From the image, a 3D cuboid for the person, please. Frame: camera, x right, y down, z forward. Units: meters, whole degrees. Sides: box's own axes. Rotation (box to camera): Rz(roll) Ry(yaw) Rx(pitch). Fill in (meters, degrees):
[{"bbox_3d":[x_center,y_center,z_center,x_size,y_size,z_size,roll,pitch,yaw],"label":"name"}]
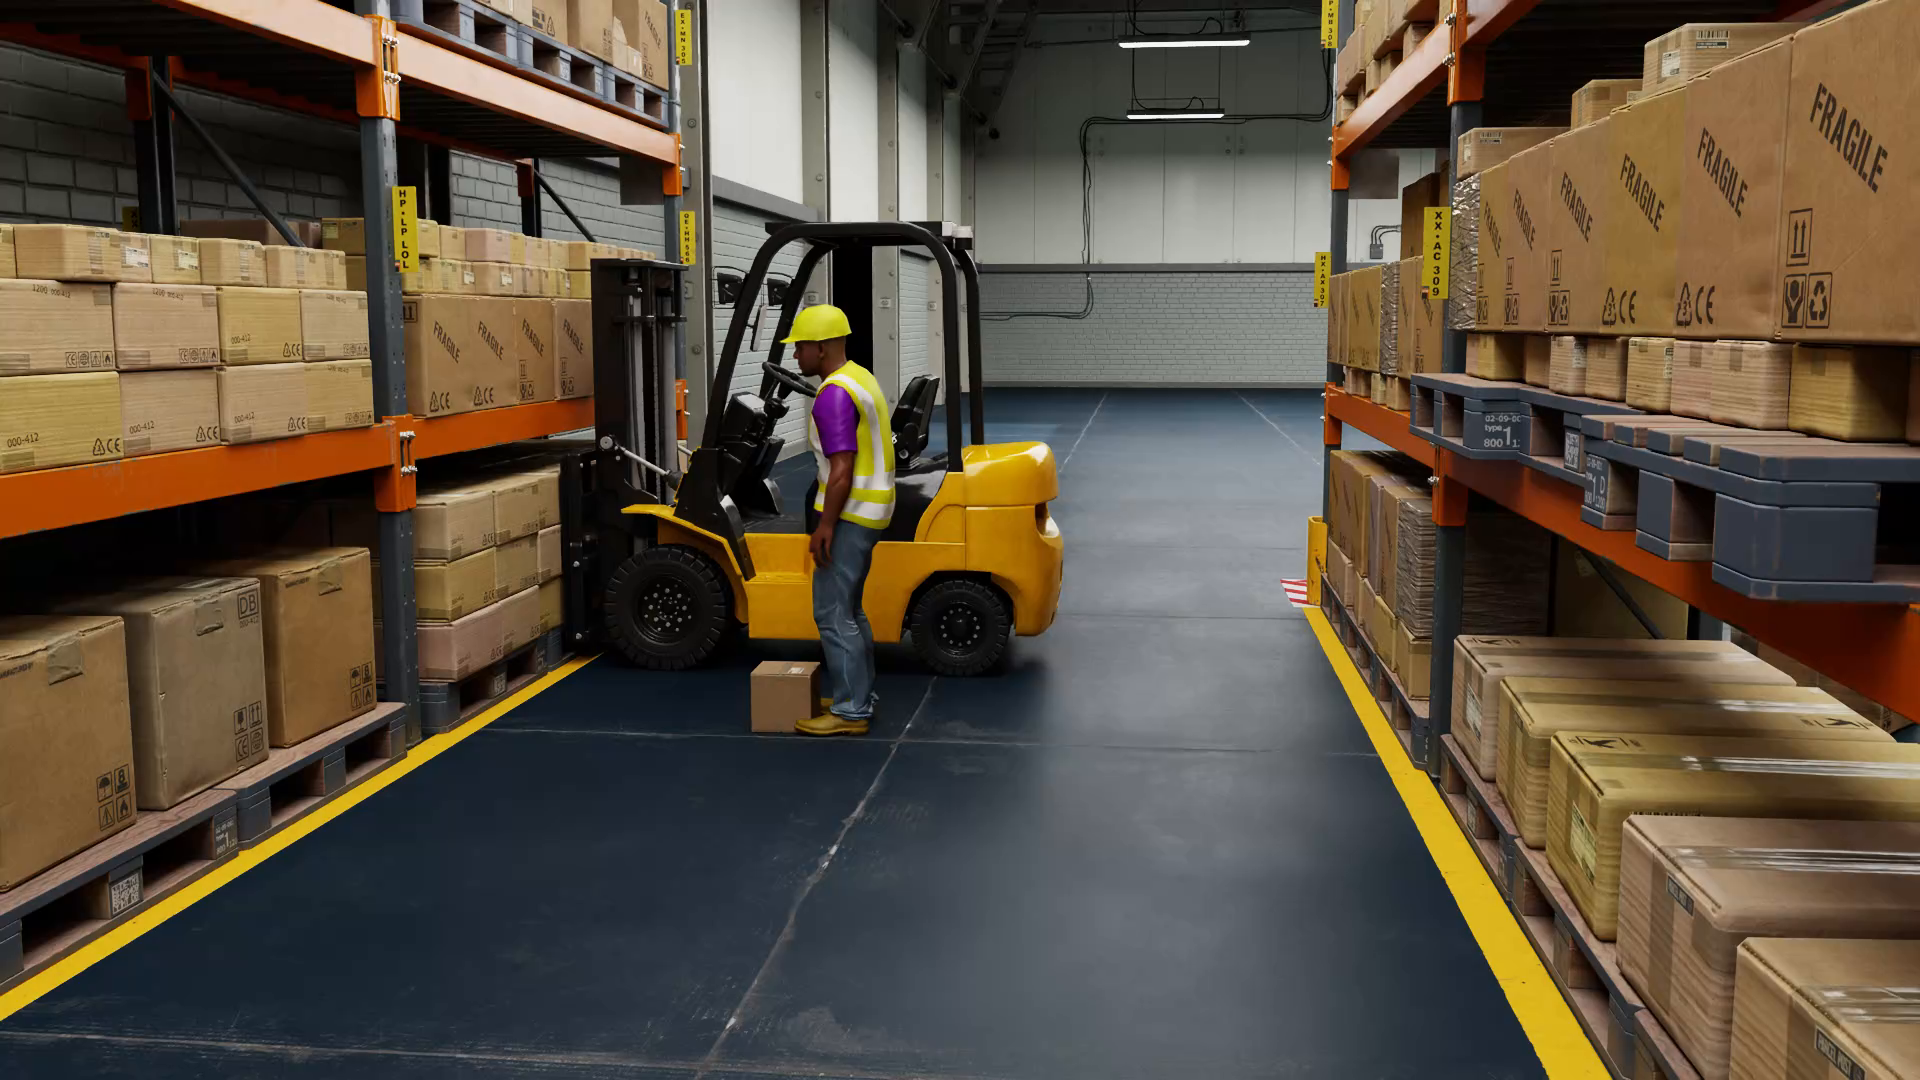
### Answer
[{"bbox_3d":[-0.499,-0.087,6.885,0.461,1.760,0.626,1,8,6],"label":"person"}]
